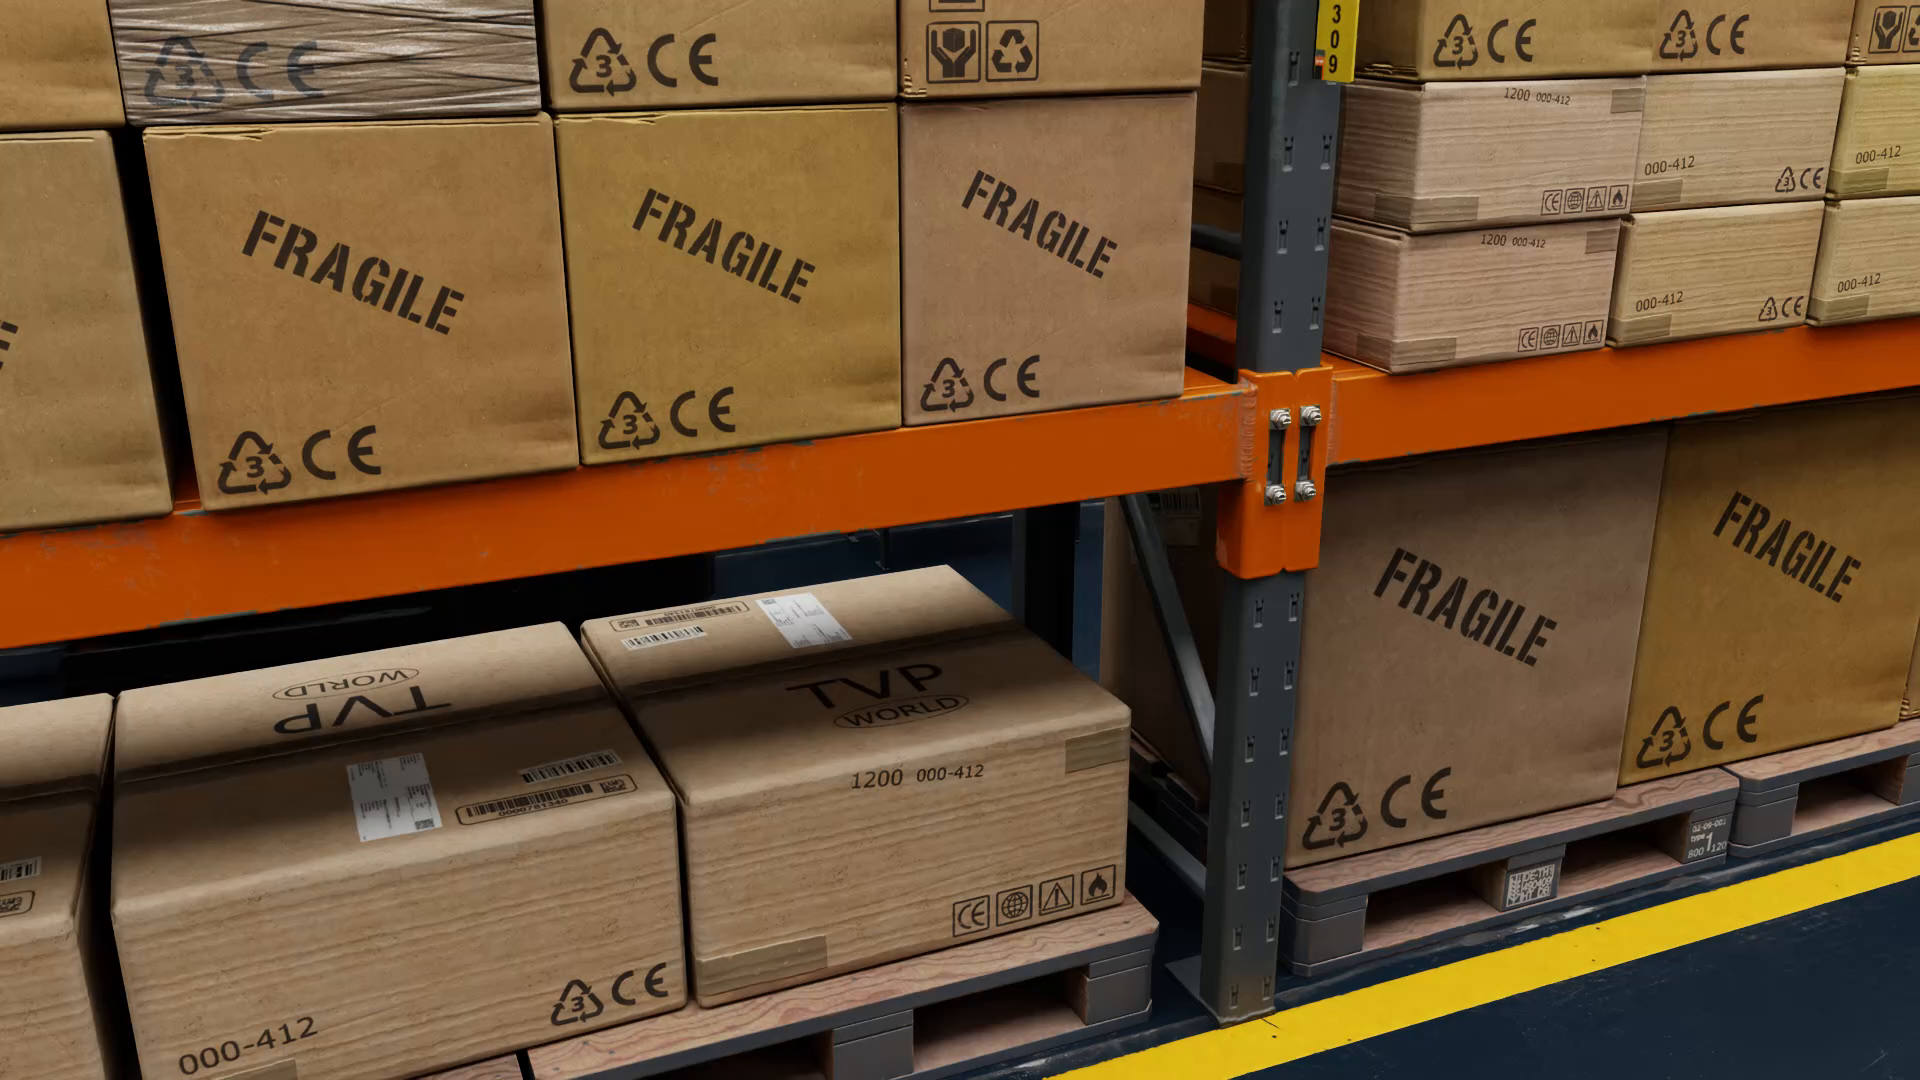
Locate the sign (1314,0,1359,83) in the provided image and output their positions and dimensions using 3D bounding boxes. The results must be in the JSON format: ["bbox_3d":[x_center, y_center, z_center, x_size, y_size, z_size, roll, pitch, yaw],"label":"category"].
[{"bbox_3d":[0.596,-0.886,2.600,0.005,0.325,0.100,-8,21,-22],"label":"sign"}]

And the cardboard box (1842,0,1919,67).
[{"bbox_3d":[1.810,-1.239,3.369,0.500,0.500,0.500,-9,21,-23],"label":"cardboard box"}]

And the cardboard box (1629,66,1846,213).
[{"bbox_3d":[1.358,-0.824,3.318,0.500,0.250,0.500,-8,21,-21],"label":"cardboard box"}]

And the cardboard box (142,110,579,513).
[{"bbox_3d":[-0.876,-0.378,2.428,0.500,0.500,0.500,-8,21,-23],"label":"cardboard box"}]

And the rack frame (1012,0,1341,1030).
[{"bbox_3d":[0.374,-0.610,3.237,0.127,3.000,1.000,-8,21,-22],"label":"rack frame"}]

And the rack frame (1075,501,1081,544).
[{"bbox_3d":[0.342,-0.756,5.912,0.023,1.500,0.400,-8,21,-22],"label":"rack frame"}]

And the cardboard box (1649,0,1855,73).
[{"bbox_3d":[1.349,-1.174,3.184,0.500,0.500,0.500,-8,21,-22],"label":"cardboard box"}]

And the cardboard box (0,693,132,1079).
[{"bbox_3d":[-1.895,0.687,2.781,0.875,0.438,0.875,-8,21,-20],"label":"cardboard box"}]

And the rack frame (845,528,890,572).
[{"bbox_3d":[-0.330,-0.660,5.639,0.023,1.500,0.400,-8,21,-22],"label":"rack frame"}]

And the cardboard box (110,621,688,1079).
[{"bbox_3d":[-1.066,0.569,3.116,0.875,0.438,0.875,-9,21,-24],"label":"cardboard box"}]

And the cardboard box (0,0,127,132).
[{"bbox_3d":[-1.346,-0.785,2.078,0.500,0.500,0.500,-8,21,-22],"label":"cardboard box"}]

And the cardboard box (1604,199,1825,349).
[{"bbox_3d":[1.358,-0.585,3.393,0.500,0.250,0.500,-9,21,-23],"label":"cardboard box"}]

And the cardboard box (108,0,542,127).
[{"bbox_3d":[-0.882,-0.848,2.258,0.500,0.500,0.500,-8,21,-21],"label":"cardboard box"}]

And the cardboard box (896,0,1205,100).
[{"bbox_3d":[0.051,-0.982,2.639,0.500,0.500,0.500,-8,21,-22],"label":"cardboard box"}]

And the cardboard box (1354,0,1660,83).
[{"bbox_3d":[0.892,-1.099,2.970,0.500,0.500,0.500,-8,21,-21],"label":"cardboard box"}]

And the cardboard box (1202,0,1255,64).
[{"bbox_3d":[0.685,-1.264,3.439,0.500,0.500,0.500,-7,21,-20],"label":"cardboard box"}]

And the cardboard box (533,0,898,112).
[{"bbox_3d":[-0.419,-0.918,2.457,0.500,0.500,0.500,-8,21,-23],"label":"cardboard box"}]

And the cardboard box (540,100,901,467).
[{"bbox_3d":[-0.420,-0.449,2.629,0.500,0.500,0.500,-9,21,-23],"label":"cardboard box"}]

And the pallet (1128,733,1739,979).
[{"bbox_3d":[1.053,0.581,4.054,1.213,0.211,1.003,-8,21,-22],"label":"pallet"}]

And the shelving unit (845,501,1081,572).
[{"bbox_3d":[0.006,-0.708,5.775,0.755,1.500,0.431,-8,21,-22],"label":"shelving unit"}]

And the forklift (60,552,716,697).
[{"bbox_3d":[-2.357,-1.124,4.801,3.031,2.935,1.130,-7,20,-18],"label":"forklift"}]

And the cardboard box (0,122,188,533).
[{"bbox_3d":[-1.363,-0.314,2.246,0.500,0.500,0.500,-7,21,-20],"label":"cardboard box"}]

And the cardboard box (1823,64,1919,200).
[{"bbox_3d":[1.832,-0.882,3.484,0.500,0.250,0.500,-8,21,-21],"label":"cardboard box"}]

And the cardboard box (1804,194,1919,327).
[{"bbox_3d":[1.834,-0.647,3.570,0.500,0.250,0.500,-8,21,-22],"label":"cardboard box"}]

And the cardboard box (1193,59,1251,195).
[{"bbox_3d":[0.683,-0.907,3.554,0.500,0.250,0.500,-8,21,-22],"label":"cardboard box"}]

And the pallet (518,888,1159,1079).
[{"bbox_3d":[-0.355,0.782,3.484,1.213,0.211,1.003,-8,21,-22],"label":"pallet"}]

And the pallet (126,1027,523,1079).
[{"bbox_3d":[-1.477,0.944,3.025,1.213,0.211,1.003,-8,21,-22],"label":"pallet"}]

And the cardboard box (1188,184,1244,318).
[{"bbox_3d":[0.687,-0.675,3.648,0.500,0.250,0.500,-9,21,-23],"label":"cardboard box"}]

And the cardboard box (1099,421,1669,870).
[{"bbox_3d":[0.912,0.088,3.821,0.875,0.875,0.875,-7,21,-20],"label":"cardboard box"}]

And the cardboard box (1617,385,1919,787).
[{"bbox_3d":[1.738,-0.033,4.166,0.875,0.875,0.875,-8,21,-20],"label":"cardboard box"}]

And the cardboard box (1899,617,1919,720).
[{"bbox_3d":[2.560,-0.150,4.499,0.875,0.875,0.875,-8,21,-21],"label":"cardboard box"}]

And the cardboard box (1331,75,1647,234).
[{"bbox_3d":[0.890,-0.747,3.099,0.500,0.250,0.500,-9,21,-23],"label":"cardboard box"}]

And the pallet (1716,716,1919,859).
[{"bbox_3d":[2.175,0.419,4.513,1.213,0.211,1.003,-8,21,-22],"label":"pallet"}]

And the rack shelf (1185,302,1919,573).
[{"bbox_3d":[2.211,-0.534,4.104,4.000,0.370,1.077,-8,21,-22],"label":"rack shelf"}]

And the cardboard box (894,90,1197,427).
[{"bbox_3d":[0.050,-0.518,2.826,0.500,0.500,0.500,-8,21,-21],"label":"cardboard box"}]

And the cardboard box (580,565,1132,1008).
[{"bbox_3d":[-0.245,0.451,3.451,0.875,0.438,0.875,-8,21,-23],"label":"cardboard box"}]

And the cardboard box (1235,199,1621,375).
[{"bbox_3d":[0.883,-0.516,3.198,0.500,0.250,0.500,-9,21,-23],"label":"cardboard box"}]

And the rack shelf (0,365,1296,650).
[{"bbox_3d":[-1.462,-0.007,2.610,4.000,0.370,1.077,-8,21,-22],"label":"rack shelf"}]
